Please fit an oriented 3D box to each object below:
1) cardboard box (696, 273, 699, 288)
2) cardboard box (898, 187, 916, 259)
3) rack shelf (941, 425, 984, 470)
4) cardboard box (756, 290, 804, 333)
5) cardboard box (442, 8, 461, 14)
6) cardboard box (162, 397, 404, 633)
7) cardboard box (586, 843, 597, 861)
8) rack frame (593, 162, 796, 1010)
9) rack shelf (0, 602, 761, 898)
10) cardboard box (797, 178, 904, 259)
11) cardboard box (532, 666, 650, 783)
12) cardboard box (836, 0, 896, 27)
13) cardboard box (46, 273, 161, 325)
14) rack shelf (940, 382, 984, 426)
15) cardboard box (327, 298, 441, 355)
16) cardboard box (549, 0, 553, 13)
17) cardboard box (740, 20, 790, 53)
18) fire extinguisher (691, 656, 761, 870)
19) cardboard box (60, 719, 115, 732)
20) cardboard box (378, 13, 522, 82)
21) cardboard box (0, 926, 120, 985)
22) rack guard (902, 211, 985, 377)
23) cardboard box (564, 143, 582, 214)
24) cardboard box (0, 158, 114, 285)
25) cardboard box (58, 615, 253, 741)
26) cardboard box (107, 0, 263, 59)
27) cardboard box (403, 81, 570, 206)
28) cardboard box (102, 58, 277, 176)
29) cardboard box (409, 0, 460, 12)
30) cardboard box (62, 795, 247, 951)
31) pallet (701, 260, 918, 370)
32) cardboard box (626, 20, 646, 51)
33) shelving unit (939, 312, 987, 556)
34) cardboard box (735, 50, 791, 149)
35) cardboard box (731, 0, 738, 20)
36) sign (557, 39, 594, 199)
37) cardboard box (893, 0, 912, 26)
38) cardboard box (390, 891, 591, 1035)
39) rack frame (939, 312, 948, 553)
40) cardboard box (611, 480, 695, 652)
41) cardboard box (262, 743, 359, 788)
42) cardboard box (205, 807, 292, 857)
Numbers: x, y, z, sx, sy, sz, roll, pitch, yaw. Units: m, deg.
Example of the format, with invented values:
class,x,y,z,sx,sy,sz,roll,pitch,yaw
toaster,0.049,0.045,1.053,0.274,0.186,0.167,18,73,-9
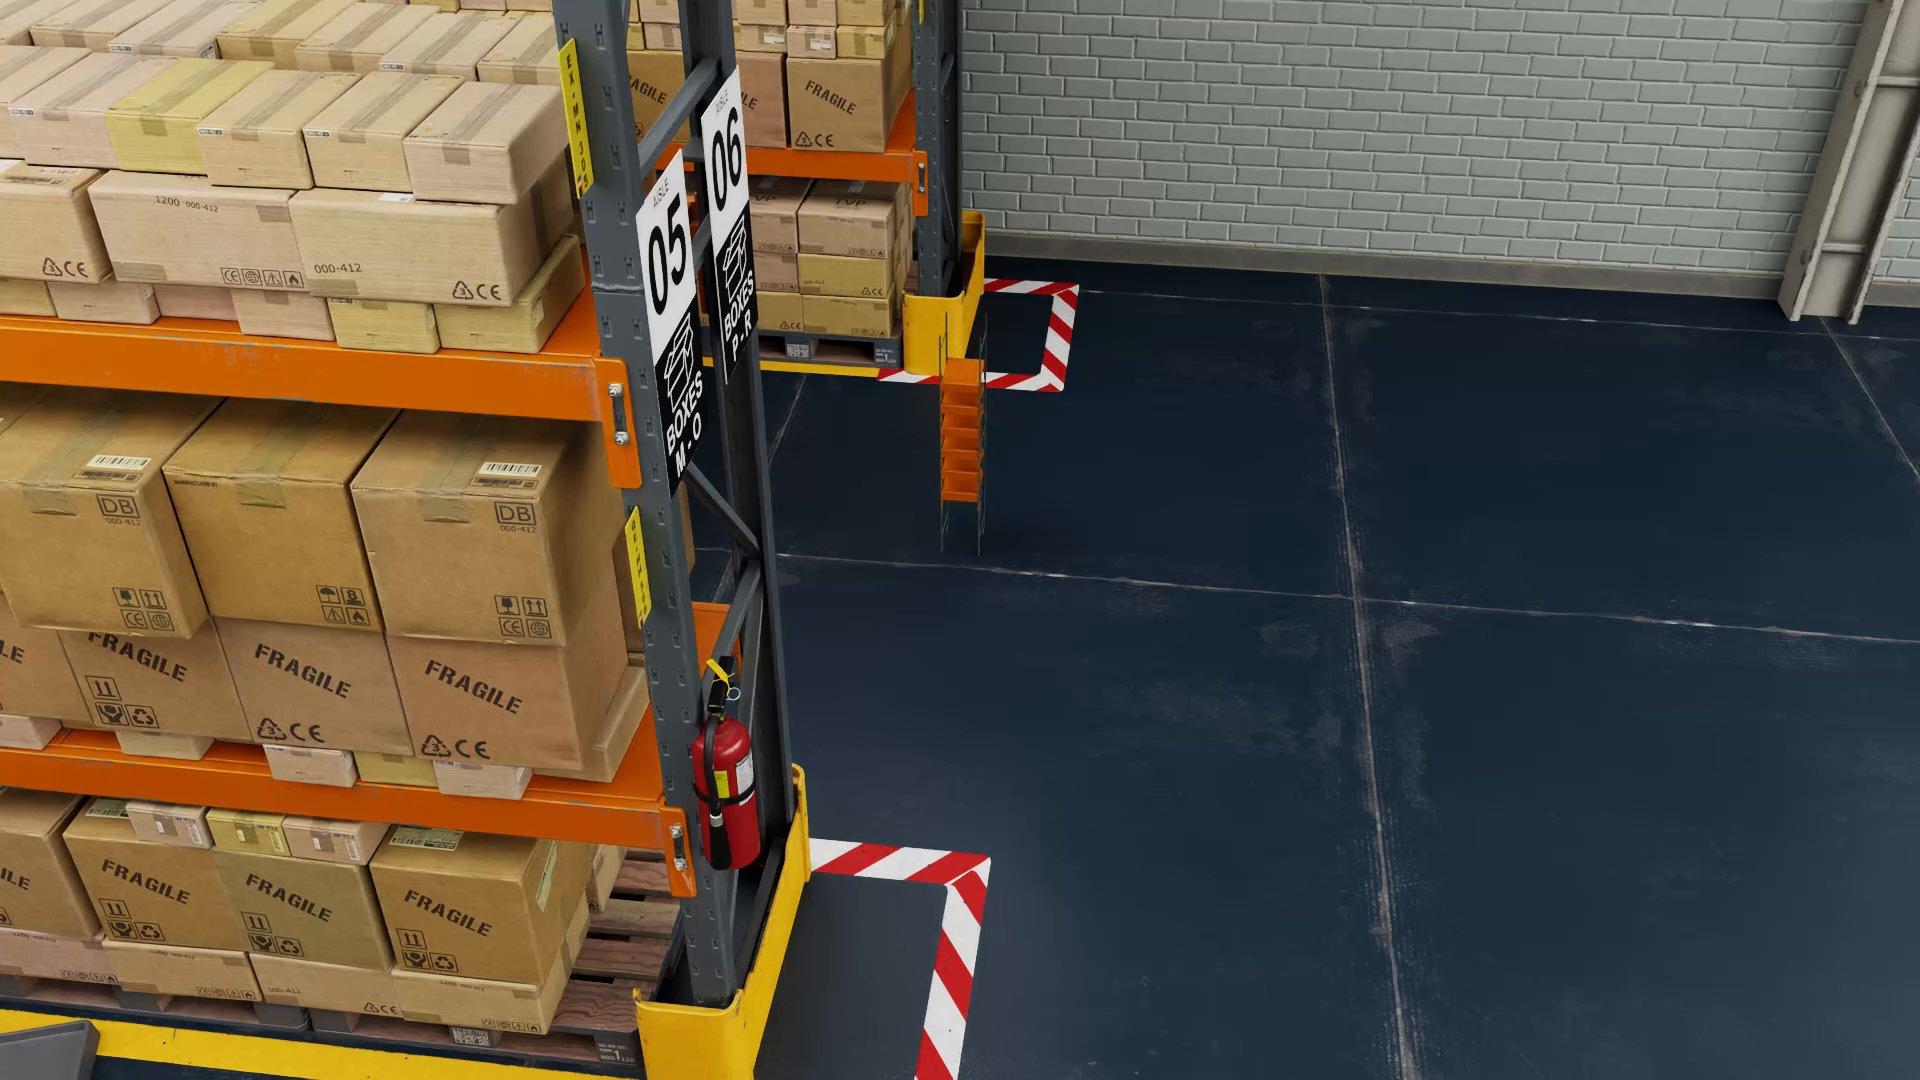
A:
class,x,y,z,sx,sy,sz,roll,pitch,yaw
cardboard box,-1.644,-1.686,9.605,0.500,0.250,0.500,3,36,5
cardboard box,-0.551,-1.915,9.926,0.500,0.250,0.500,5,36,7
rack shelf,0.014,-0.451,7.926,0.180,0.103,0.258,4,36,6
cardboard box,-1.109,-1.452,9.708,0.500,0.250,0.500,4,36,6
cardboard box,-2.782,-2.828,8.986,0.250,0.149,0.380,4,36,5
cardboard box,-1.775,-0.167,4.700,0.500,0.500,0.700,5,36,6
cardboard box,-1.528,0.778,5.938,0.500,0.500,0.500,3,36,4
rack frame,-0.740,0.355,5.170,0.127,3.000,1.000,4,36,6
rack shelf,-2.723,0.500,5.587,4.000,0.370,1.077,4,36,6
cardboard box,-0.608,-1.818,9.360,0.500,0.250,0.500,5,36,8
cardboard box,-1.138,0.553,5.109,0.250,0.149,0.380,5,36,8
cardboard box,-0.493,-2.836,8.741,0.250,0.149,0.380,4,36,6
cardboard box,-2.135,-0.716,4.305,0.250,0.149,0.380,4,36,6
rack shelf,0.014,-0.646,7.786,0.180,0.103,0.258,4,36,6
cardboard box,-1.380,-0.628,4.182,0.250,0.149,0.380,5,36,6
cardboard box,-2.015,-2.946,8.895,0.250,0.149,0.380,5,36,7
cardboard box,-0.997,-2.730,8.849,0.250,0.149,0.380,5,36,7
fire extinguisher,-0.685,0.661,4.809,0.183,0.674,0.296,4,36,6
cardboard box,-2.651,0.429,5.284,0.250,0.149,0.380,4,36,6
cardboard box,-1.318,-1.242,4.355,0.250,0.149,0.380,4,36,6
cardboard box,-3.099,1.277,5.884,0.500,0.250,0.500,4,36,5
rack guard,-0.087,-1.486,9.902,0.348,0.500,1.175,4,36,6
cardboard box,-1.204,-1.117,4.523,0.500,0.250,0.500,4,36,5
cardboard box,-2.295,-0.882,4.195,0.500,0.250,0.500,5,36,7
cardboard box,-2.305,0.233,4.999,0.500,0.500,0.500,4,36,6
cardboard box,-2.055,-1.320,4.465,0.250,0.149,0.380,4,36,6
cardboard box,-1.113,-0.943,3.937,0.250,0.149,0.380,5,36,6
cardboard box,-1.864,-1.041,4.074,0.250,0.149,0.380,4,36,6
cardboard box,-2.772,-2.970,8.928,0.250,0.149,0.380,4,36,5
cardboard box,-2.585,1.011,5.611,0.500,0.500,0.500,3,36,5
pallet,-0.875,-1.403,10.034,1.213,0.211,1.003,4,36,6
cardboard box,-1.766,-2.755,8.884,0.250,0.149,0.380,5,36,6
shelving unit,0.014,-0.487,7.900,0.189,1.200,0.258,4,36,6
cardboard box,-1.146,-2.475,9.049,0.500,0.500,0.500,5,36,7
cardboard box,-1.242,-2.901,8.833,0.250,0.149,0.380,4,36,6
sign,-0.830,-0.908,3.596,0.005,0.325,0.100,4,36,6
cardboard box,-0.414,-2.984,9.205,0.250,0.149,0.380,3,36,5
cardboard box,-1.599,1.397,5.716,0.500,0.250,0.500,4,36,6
rack frame,-0.076,-0.494,7.909,0.006,1.200,0.240,4,36,6
cardboard box,-1.174,-0.002,5.328,0.500,0.500,0.500,4,36,5
cardboard box,-1.914,0.565,5.092,0.250,0.149,0.380,5,36,7
cardboard box,-2.189,0.816,5.326,0.250,0.149,0.380,5,36,7
